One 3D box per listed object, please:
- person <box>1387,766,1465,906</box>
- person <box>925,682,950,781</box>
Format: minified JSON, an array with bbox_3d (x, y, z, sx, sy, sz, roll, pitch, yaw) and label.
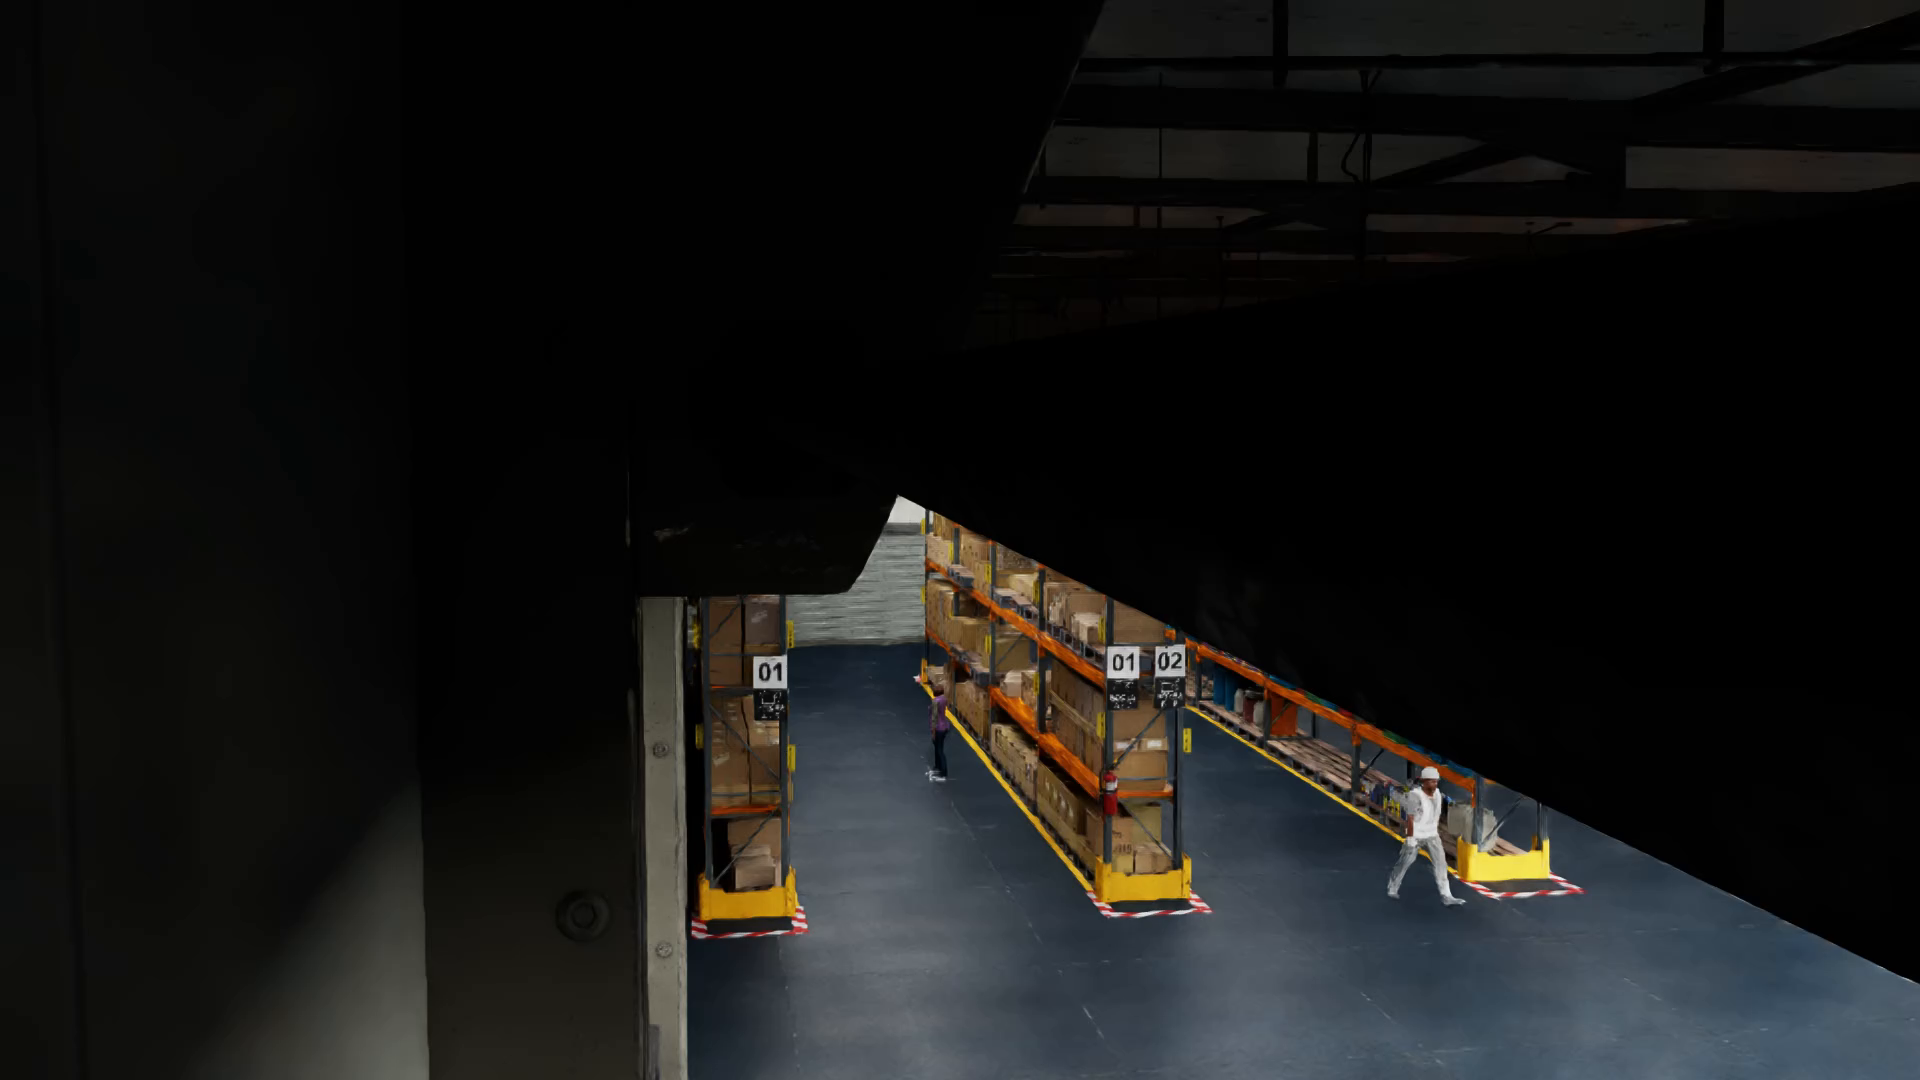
[{"bbox_3d":[5.765,3.656,20.622,0.610,1.742,0.964,-3,6,-32],"label":"person"},{"bbox_3d":[-0.379,3.125,27.263,0.449,1.599,0.467,2,5,22],"label":"person"}]
